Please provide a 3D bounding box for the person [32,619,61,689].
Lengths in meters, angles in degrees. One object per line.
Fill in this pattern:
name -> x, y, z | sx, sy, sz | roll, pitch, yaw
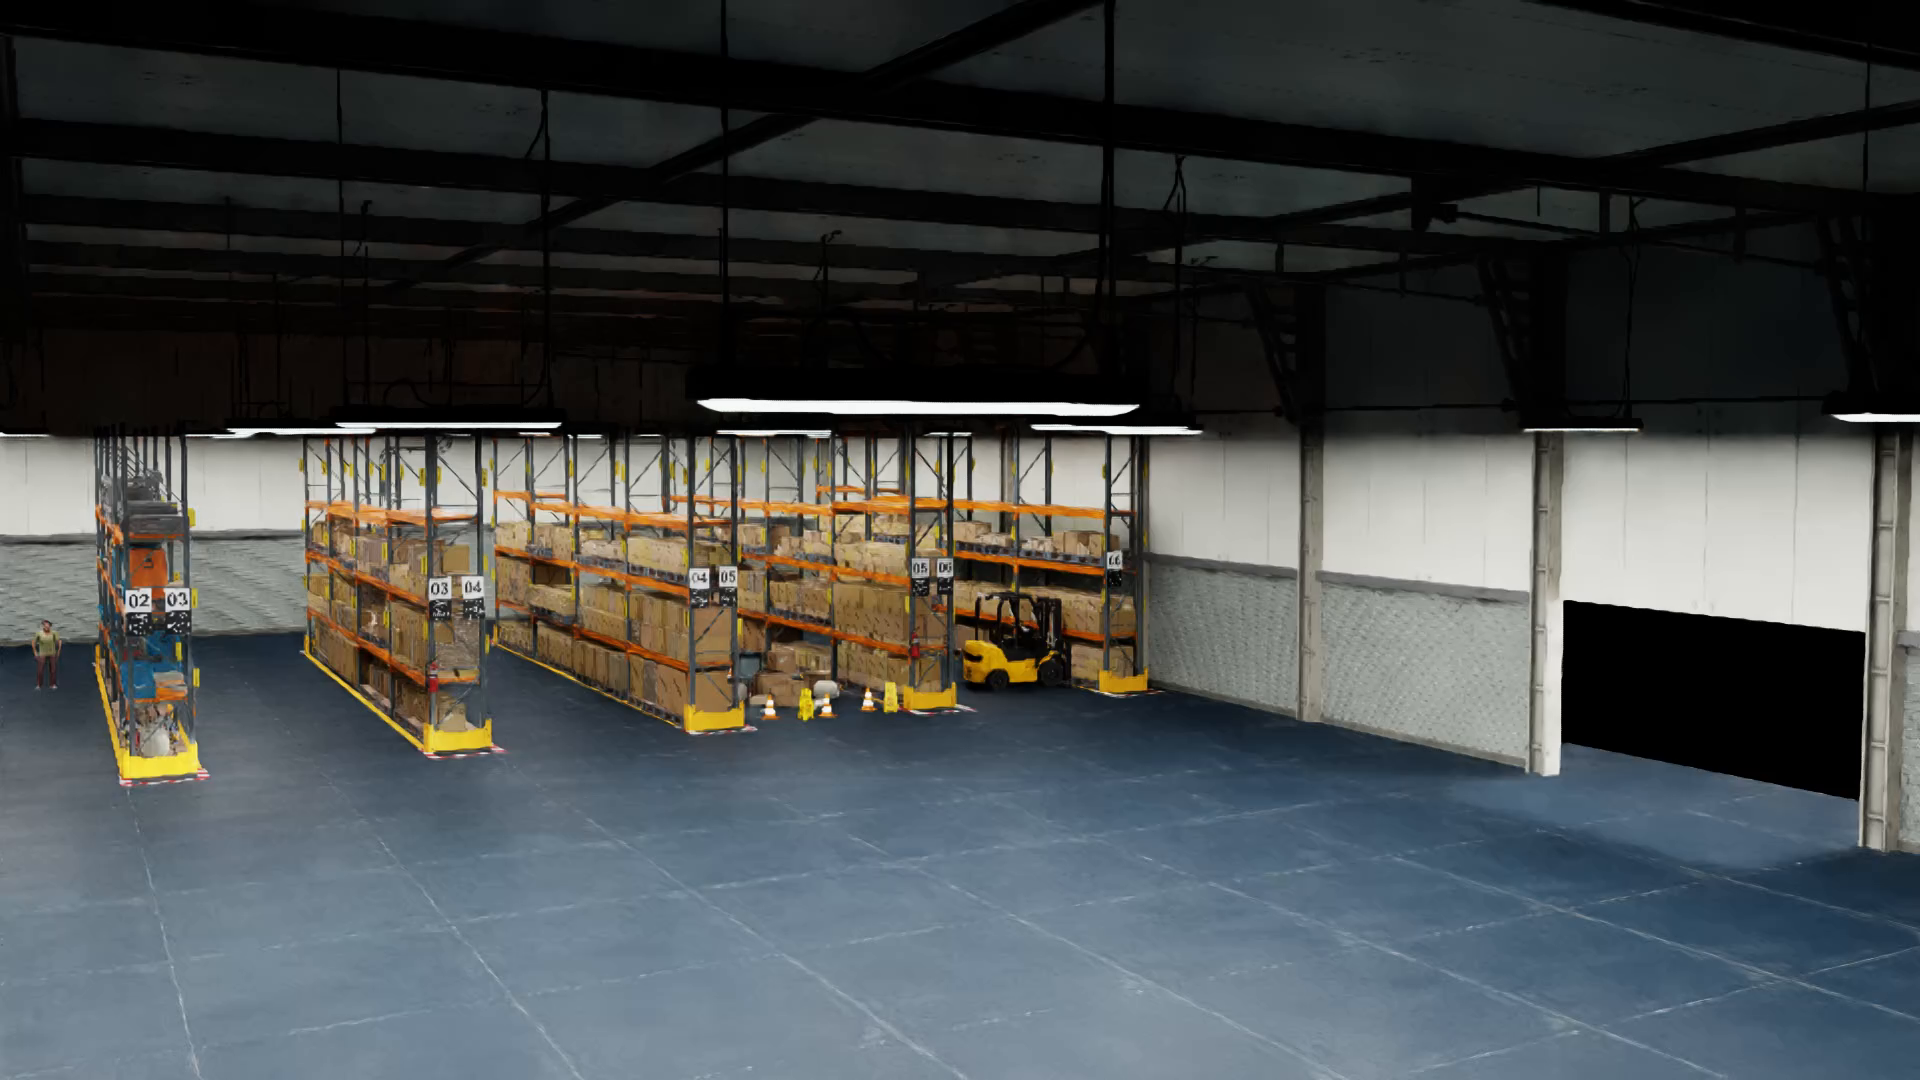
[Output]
person -> -20.919, 2.614, 38.097 | 0.598, 1.619, 0.507 | -2, 4, -30

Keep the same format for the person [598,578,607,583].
person -> -10.137, 1.968, 47.191 | 0.569, 1.769, 0.644 | -1, 4, -15
